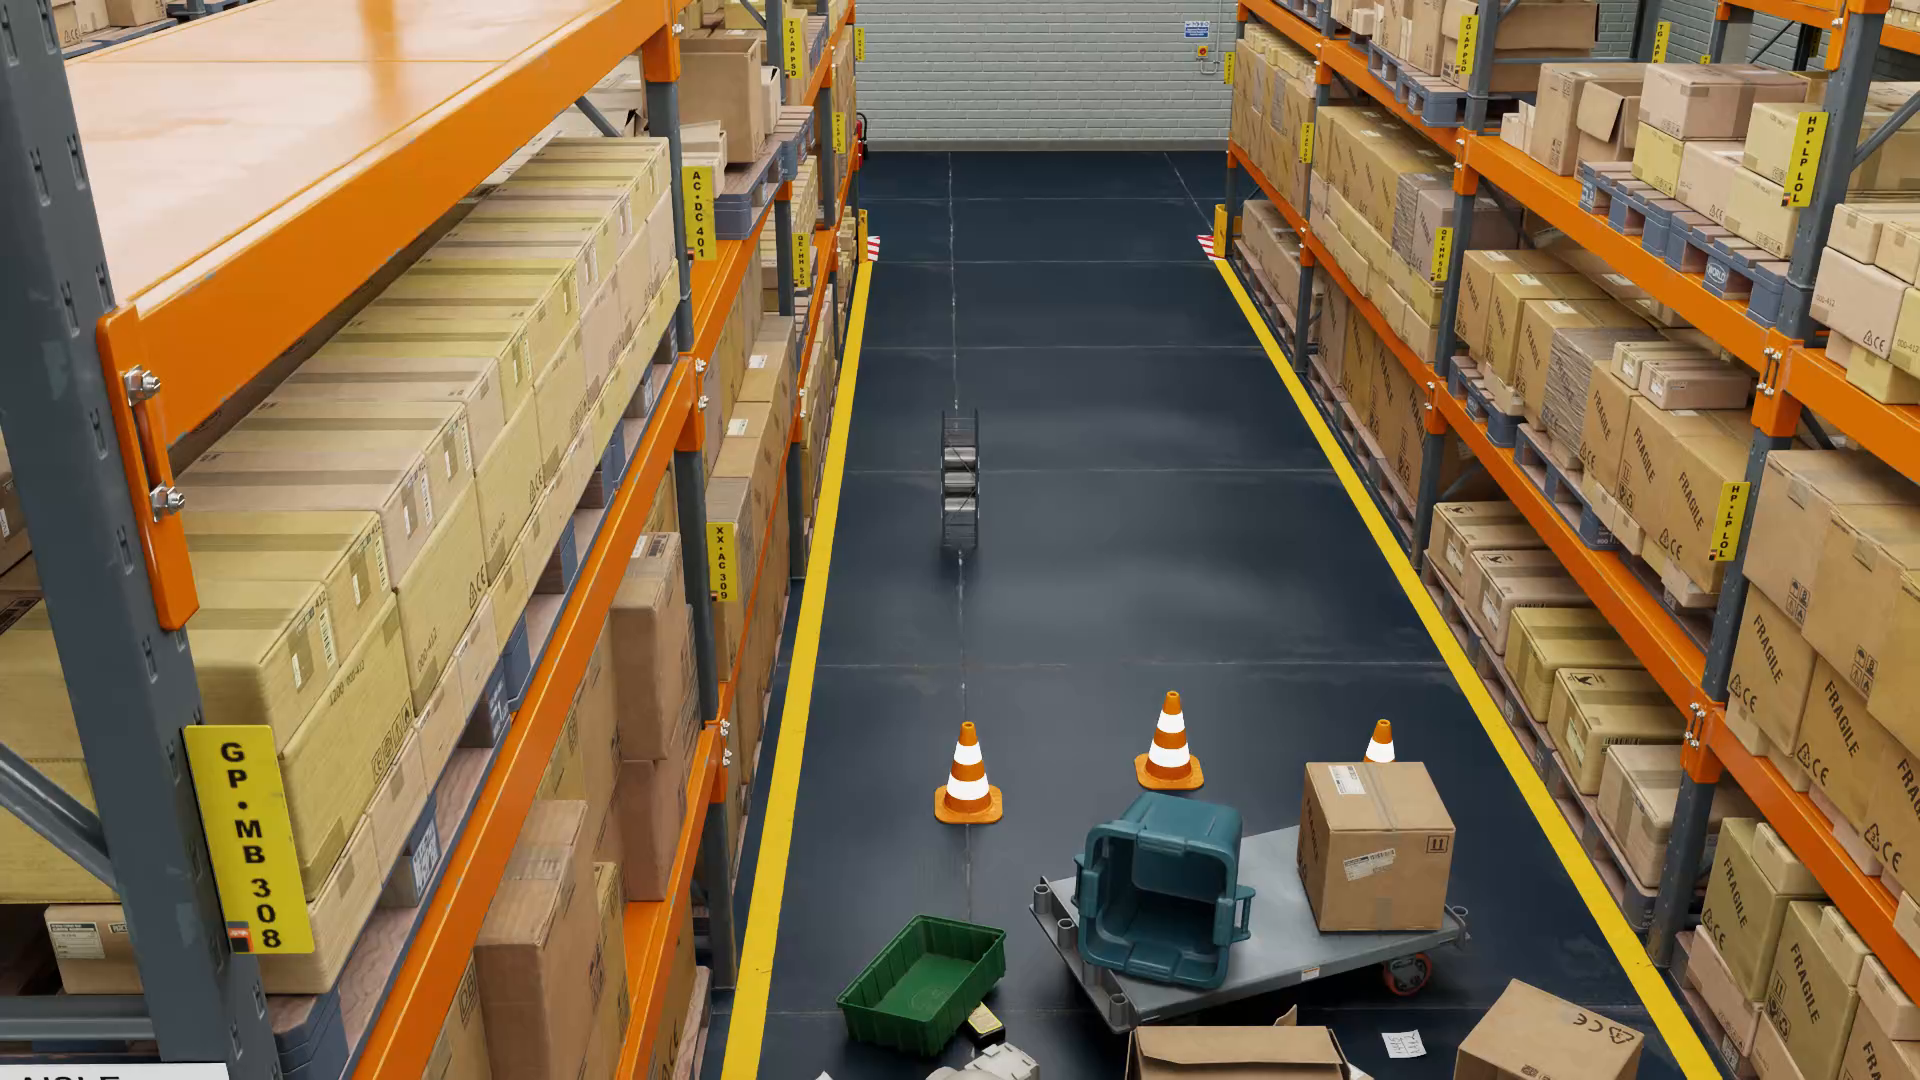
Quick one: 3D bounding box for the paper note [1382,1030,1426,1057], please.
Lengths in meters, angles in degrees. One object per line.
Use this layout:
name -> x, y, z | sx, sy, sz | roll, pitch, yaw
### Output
paper note -> 1.795, 2.033, 6.717 | 0.148, 0.019, 0.142 | 0, 24, -1

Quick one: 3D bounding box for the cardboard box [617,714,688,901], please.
cardboard box -> -1.408, 0.828, 5.596 | 0.875, 0.550, 0.550 | 0, 24, -1

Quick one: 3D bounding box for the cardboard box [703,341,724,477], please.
cardboard box -> -1.477, -0.608, 7.619 | 0.700, 0.500, 0.500 | 0, 24, 0

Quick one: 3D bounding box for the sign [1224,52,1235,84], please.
sign -> 2.810, -4.921, 17.344 | 0.100, 0.325, 0.005 | 0, 24, -1

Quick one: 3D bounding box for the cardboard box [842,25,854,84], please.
cardboard box -> -1.330, -4.876, 16.695 | 0.500, 0.500, 0.500 | -1, 24, -2

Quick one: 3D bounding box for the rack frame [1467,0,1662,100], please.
rack frame -> 3.452, -3.927, 9.013 | 1.000, 3.000, 0.127 | 0, 24, -1

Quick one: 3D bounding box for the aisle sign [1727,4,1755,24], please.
aisle sign -> 8.034, -5.726, 17.115 | 0.394, 0.787, 0.004 | 0, 24, -1

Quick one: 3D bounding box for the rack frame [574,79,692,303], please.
rack frame -> -1.453, -2.215, 5.228 | 1.000, 3.000, 0.127 | 0, 24, -1

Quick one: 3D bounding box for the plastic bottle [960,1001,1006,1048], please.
plastic bottle -> 0.059, 1.964, 6.833 | 0.133, 0.061, 0.283 | -14, 28, -28

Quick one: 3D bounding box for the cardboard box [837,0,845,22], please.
cardboard box -> -1.282, -4.690, 14.521 | 0.500, 0.250, 0.500 | 1, 24, 2

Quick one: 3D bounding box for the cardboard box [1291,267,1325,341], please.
cardboard box -> 3.509, -2.125, 14.909 | 0.875, 0.438, 0.875 | -1, 24, -1

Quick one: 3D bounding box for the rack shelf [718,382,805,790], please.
rack shelf -> -1.475, 0.022, 8.435 | 1.077, 0.370, 4.000 | 0, 24, -1

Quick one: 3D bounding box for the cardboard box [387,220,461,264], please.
cardboard box -> -1.721, -0.742, 4.800 | 0.500, 0.250, 0.500 | 0, 24, -1

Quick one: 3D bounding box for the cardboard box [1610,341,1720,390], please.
cardboard box -> 3.218, -0.800, 7.599 | 0.380, 0.149, 0.250 | -1, 24, -3

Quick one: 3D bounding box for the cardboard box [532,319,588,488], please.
cardboard box -> -1.176, -0.328, 3.886 | 0.500, 0.250, 0.500 | 0, 24, -1

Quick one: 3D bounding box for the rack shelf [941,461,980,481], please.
rack shelf -> 0.000, -0.465, 11.049 | 0.258, 0.077, 0.200 | 0, 24, -1

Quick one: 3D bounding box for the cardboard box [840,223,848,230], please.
cardboard box -> -1.310, -3.056, 16.595 | 0.380, 0.149, 0.250 | -1, 24, -3

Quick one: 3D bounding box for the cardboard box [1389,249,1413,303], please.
cardboard box -> 3.183, -1.763, 11.084 | 0.500, 0.250, 0.500 | -1, 24, -2

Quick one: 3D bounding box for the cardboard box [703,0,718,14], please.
cardboard box -> -1.795, -3.587, 10.850 | 0.396, 0.266, 0.258 | 0, 24, -1

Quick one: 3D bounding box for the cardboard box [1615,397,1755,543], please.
cardboard box -> 3.254, -0.312, 7.307 | 0.500, 0.500, 0.500 | 0, 24, 0

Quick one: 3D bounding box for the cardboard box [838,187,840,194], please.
cardboard box -> -1.283, -3.214, 15.021 | 0.380, 0.149, 0.250 | 0, 24, 0

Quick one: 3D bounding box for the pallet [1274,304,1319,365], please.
pallet -> 3.478, -1.885, 15.162 | 1.003, 0.211, 1.213 | 0, 24, -1

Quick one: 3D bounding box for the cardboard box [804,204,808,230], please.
cardboard box -> -1.326, -2.397, 12.344 | 0.380, 0.149, 0.250 | -1, 24, -3

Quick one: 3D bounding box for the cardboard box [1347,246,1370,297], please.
cardboard box -> 3.142, -1.961, 12.127 | 0.500, 0.250, 0.500 | -1, 24, -1

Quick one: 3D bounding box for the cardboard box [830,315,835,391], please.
cardboard box -> -1.280, -1.527, 13.510 | 0.500, 0.500, 0.500 | -1, 24, -2

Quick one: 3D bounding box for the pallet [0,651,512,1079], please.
pallet -> -1.428, 0.535, 2.896 | 1.003, 0.211, 1.213 | 0, 24, -1

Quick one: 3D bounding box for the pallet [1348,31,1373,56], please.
pallet -> 3.468, -3.744, 12.481 | 0.805, 0.209, 1.217 | -1, 24, -3

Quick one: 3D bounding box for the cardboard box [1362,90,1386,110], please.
cardboard box -> 3.645, -3.541, 14.104 | 0.500, 0.500, 0.500 | 0, 24, 0

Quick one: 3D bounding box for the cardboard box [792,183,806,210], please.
cardboard box -> -1.334, -2.535, 12.288 | 0.380, 0.149, 0.250 | -1, 24, -2

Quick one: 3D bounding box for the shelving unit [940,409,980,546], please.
shelving unit -> 0.000, -0.413, 11.072 | 0.258, 0.900, 0.210 | 0, 24, -1

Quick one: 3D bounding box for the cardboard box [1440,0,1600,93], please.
cardboard box -> 3.297, -2.954, 9.866 | 0.797, 0.503, 0.637 | -2, 24, -4

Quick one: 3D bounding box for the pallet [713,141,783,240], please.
pallet -> -1.421, -1.685, 7.924 | 1.003, 0.211, 1.213 | 1, 24, 2

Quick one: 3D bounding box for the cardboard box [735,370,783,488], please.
cardboard box -> -1.214, -0.580, 8.770 | 0.500, 0.500, 0.500 | -1, 24, -1

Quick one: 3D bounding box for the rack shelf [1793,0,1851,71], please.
rack shelf -> 3.474, -2.593, 7.422 | 1.077, 0.370, 4.000 | 0, 24, -1

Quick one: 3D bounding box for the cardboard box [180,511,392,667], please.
cardboard box -> -1.097, 0.072, 2.518 | 0.380, 0.149, 0.250 | 0, 24, 0

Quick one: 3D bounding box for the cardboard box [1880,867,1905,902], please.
cardboard box -> 3.268, 1.125, 5.427 | 0.380, 0.149, 0.250 | 0, 24, -1

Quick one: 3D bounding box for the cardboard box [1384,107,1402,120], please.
cardboard box -> 3.664, -3.160, 13.263 | 0.500, 0.500, 0.500 | 1, 24, 1

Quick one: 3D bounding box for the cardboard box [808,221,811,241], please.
cardboard box -> -1.331, -2.379, 12.666 | 0.380, 0.149, 0.250 | -1, 24, -3

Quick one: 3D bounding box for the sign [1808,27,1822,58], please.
sign -> 8.883, -5.180, 17.275 | 0.100, 0.325, 0.005 | 0, 24, -1

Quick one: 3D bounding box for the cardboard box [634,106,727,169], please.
cardboard box -> -1.262, -1.796, 7.473 | 0.396, 0.266, 0.258 | 0, 24, -1

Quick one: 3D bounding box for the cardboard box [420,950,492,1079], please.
cardboard box -> -1.473, 1.227, 3.405 | 0.875, 0.550, 0.550 | 0, 24, -1

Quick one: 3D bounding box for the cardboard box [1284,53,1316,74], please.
cardboard box -> 3.136, -4.291, 14.977 | 0.380, 0.149, 0.250 | -1, 24, -2

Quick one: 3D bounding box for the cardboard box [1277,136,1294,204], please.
cardboard box -> 3.136, -3.290, 14.762 | 0.500, 0.500, 0.500 | -1, 24, -2

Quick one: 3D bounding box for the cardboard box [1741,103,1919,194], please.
cardboard box -> 3.362, -1.501, 6.355 | 0.500, 0.250, 0.500 | 0, 24, 1

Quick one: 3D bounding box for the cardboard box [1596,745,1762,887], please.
cardboard box -> 3.487, 1.244, 7.538 | 0.950, 0.372, 0.625 | 0, 24, 0

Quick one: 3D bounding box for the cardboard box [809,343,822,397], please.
cardboard box -> -1.260, -1.222, 11.926 | 0.500, 0.250, 0.500 | 0, 24, 0

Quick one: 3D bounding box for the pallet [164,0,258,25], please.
pallet -> -6.500, -4.461, 13.941 | 1.003, 0.211, 1.213 | 0, 24, -1

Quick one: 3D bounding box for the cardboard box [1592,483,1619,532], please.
cardboard box -> 3.184, -0.153, 7.744 | 0.380, 0.149, 0.250 | 0, 24, 0

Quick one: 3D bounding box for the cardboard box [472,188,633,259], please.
cardboard box -> -1.123, -0.874, 4.609 | 0.380, 0.149, 0.250 | 0, 24, 0

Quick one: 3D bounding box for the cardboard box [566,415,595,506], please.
cardboard box -> -1.112, -0.193, 4.071 | 0.380, 0.149, 0.250 | 0, 24, -1

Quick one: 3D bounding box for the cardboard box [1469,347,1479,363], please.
cardboard box -> 3.270, -1.136, 9.917 | 0.380, 0.149, 0.250 | -2, 24, -4

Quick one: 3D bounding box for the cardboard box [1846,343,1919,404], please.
cardboard box -> 3.198, -0.560, 5.513 | 0.380, 0.149, 0.250 | 0, 24, -1
